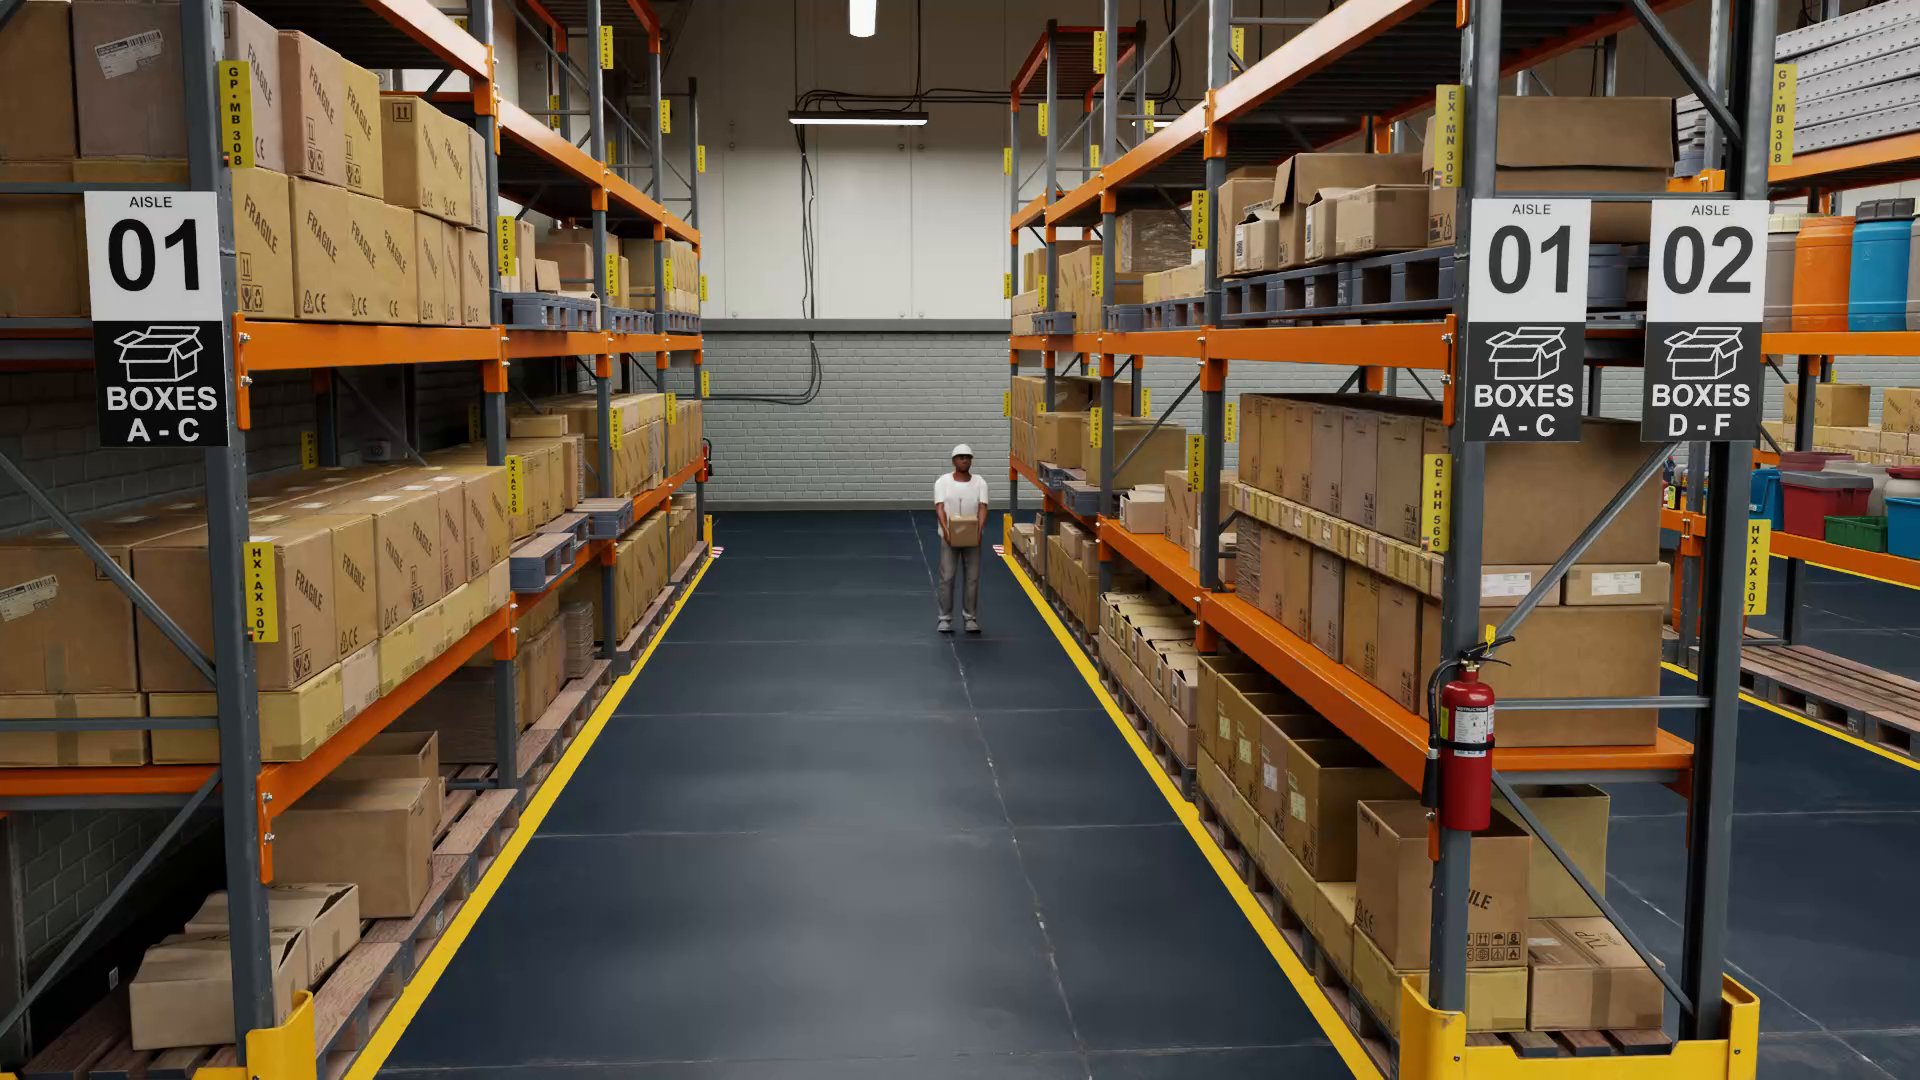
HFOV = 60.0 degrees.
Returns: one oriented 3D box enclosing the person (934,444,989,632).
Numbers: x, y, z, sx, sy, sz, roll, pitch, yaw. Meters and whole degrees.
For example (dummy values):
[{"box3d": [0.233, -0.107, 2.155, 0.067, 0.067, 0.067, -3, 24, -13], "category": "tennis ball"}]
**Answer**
[{"box3d": [0.022, -0.015, 15.749, 0.520, 1.771, 0.566, -1, 7, -5], "category": "person"}]
